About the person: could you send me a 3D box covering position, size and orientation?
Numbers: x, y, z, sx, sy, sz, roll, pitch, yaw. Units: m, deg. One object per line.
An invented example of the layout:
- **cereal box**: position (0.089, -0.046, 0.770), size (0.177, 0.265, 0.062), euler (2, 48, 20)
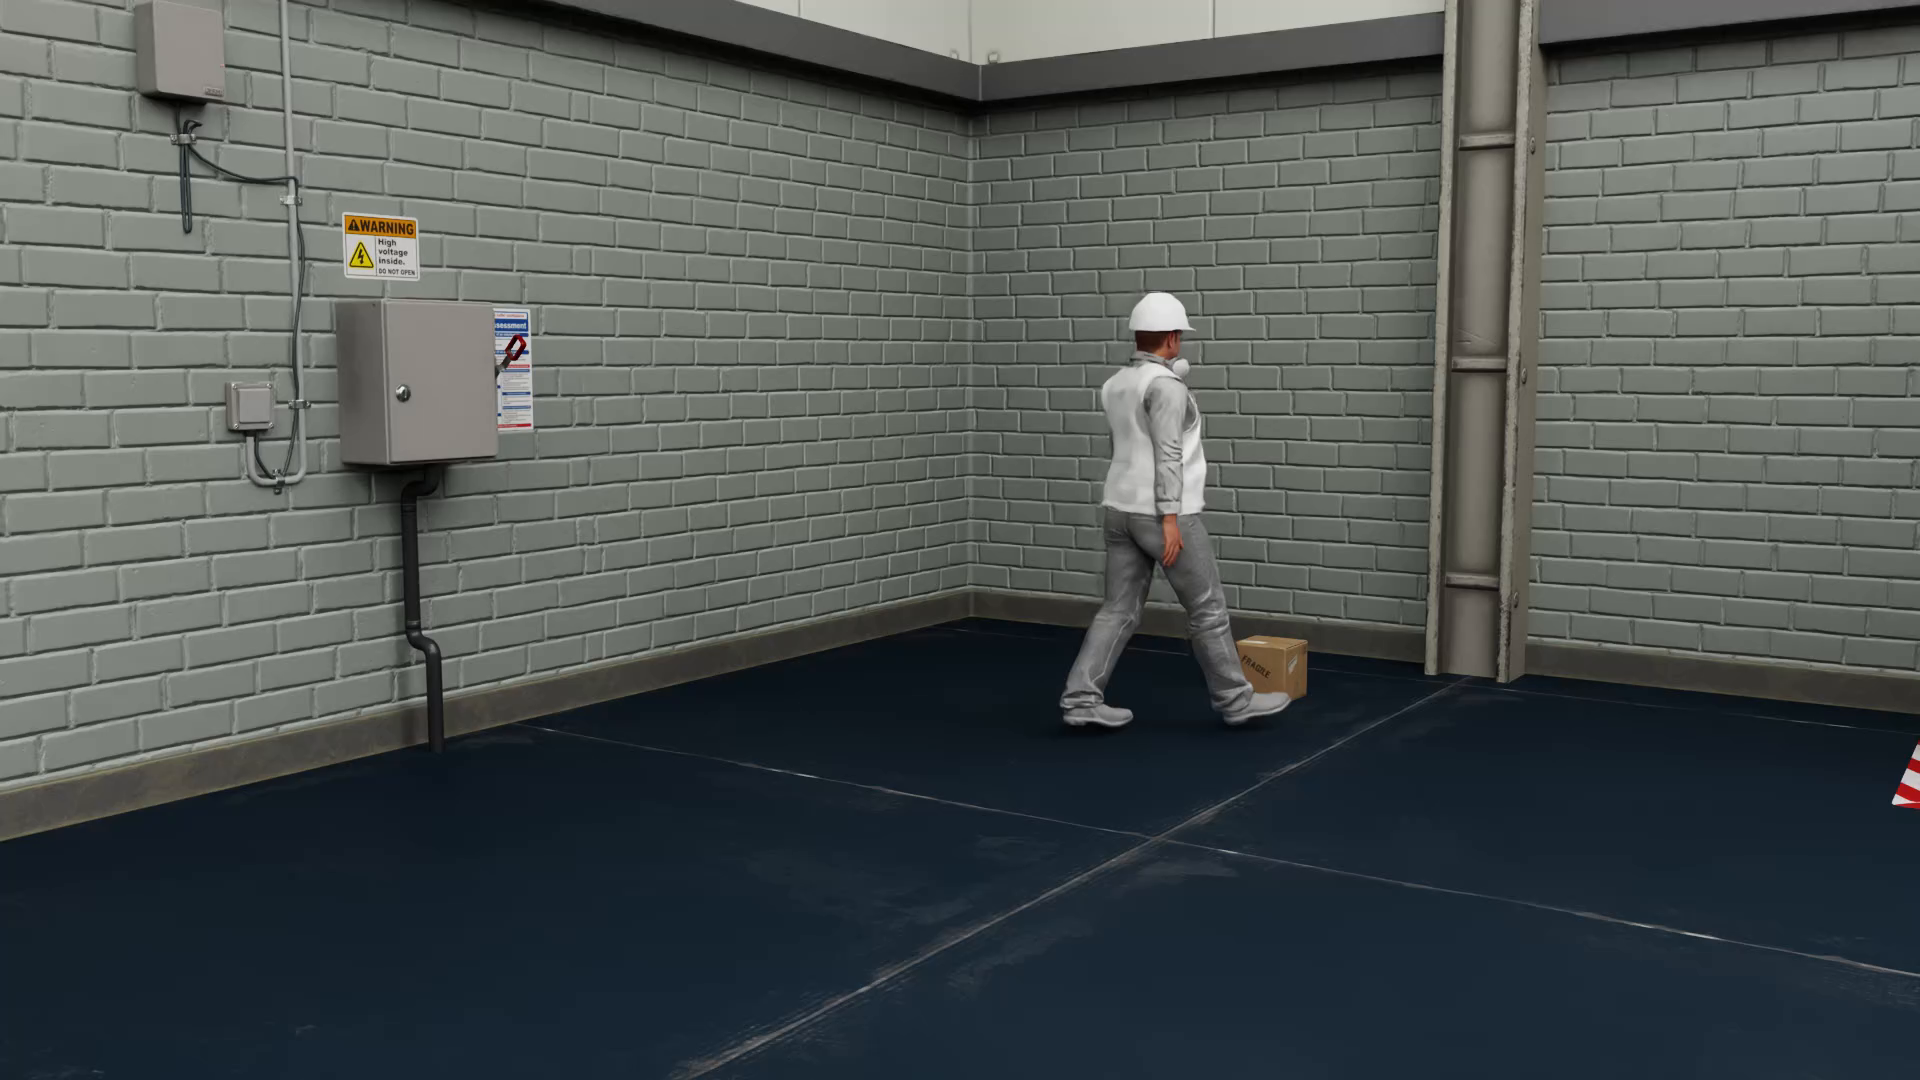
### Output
- **person**: position (0.835, -0.120, 6.691), size (0.927, 1.731, 0.572), euler (-3, 7, -29)
